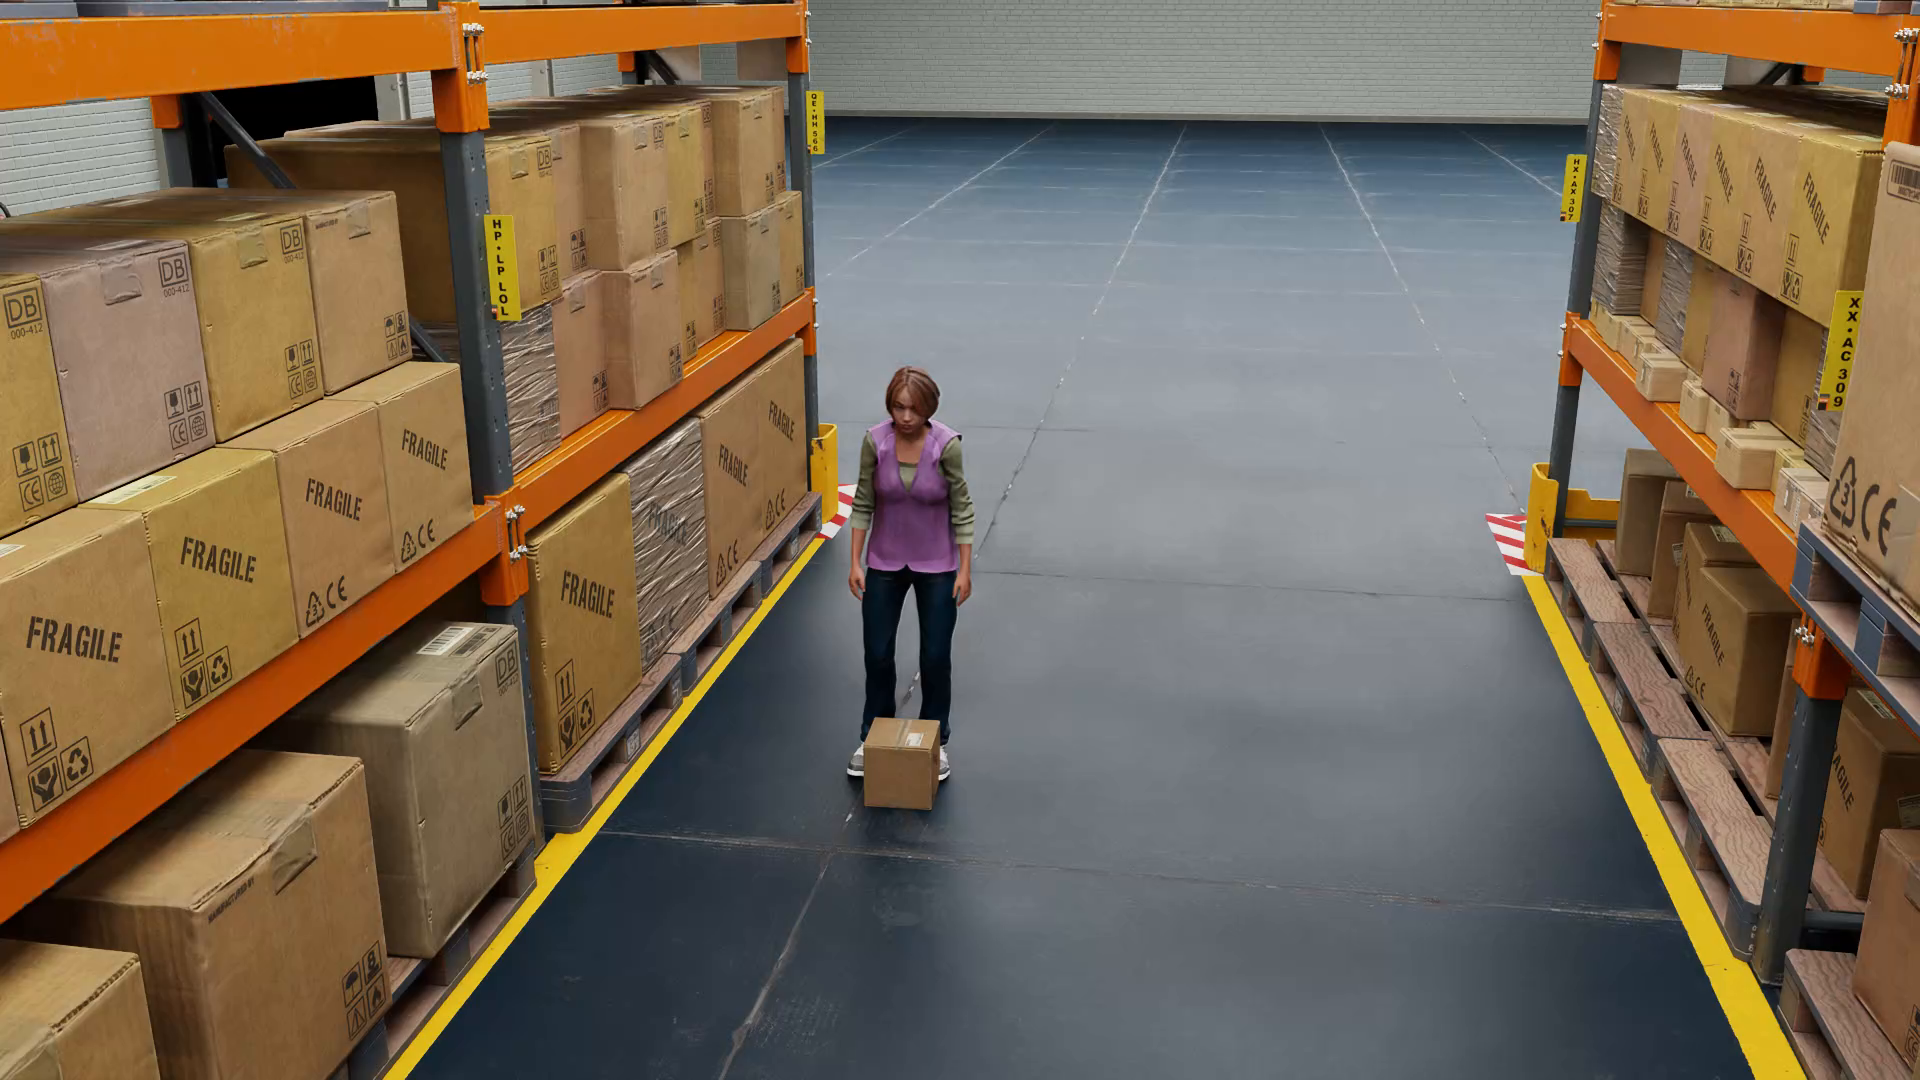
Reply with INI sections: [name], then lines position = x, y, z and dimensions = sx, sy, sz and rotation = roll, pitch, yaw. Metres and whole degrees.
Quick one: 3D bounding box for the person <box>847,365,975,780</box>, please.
[person]
position = -0.184, 0.122, 6.203
dimensions = 0.474, 1.593, 0.349
rotation = 2, 18, 7
